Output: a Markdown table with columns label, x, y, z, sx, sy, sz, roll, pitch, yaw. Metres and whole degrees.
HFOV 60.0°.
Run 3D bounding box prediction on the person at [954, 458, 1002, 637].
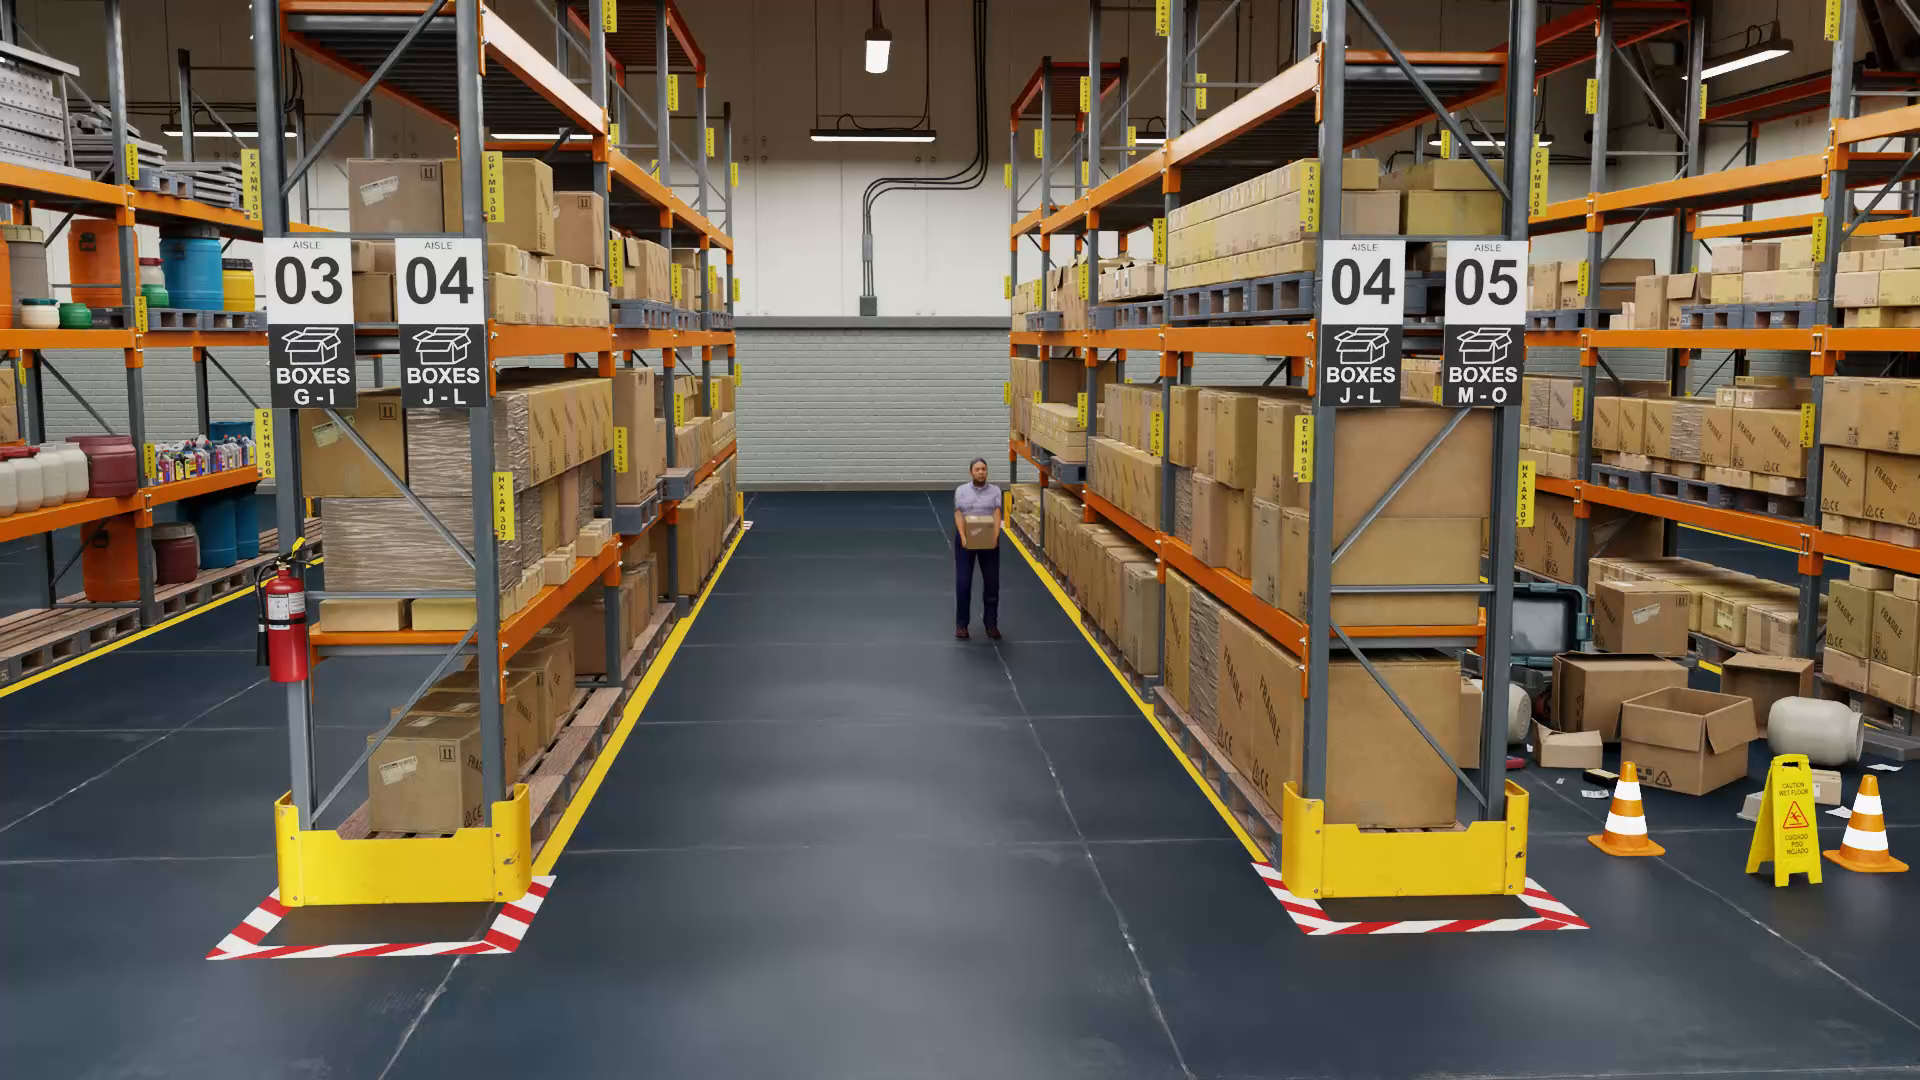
| label | x | y | z | sx | sy | sz | roll | pitch | yaw |
| --- | --- | --- | --- | --- | --- | --- | --- | --- | --- |
| person | 0.171 | 0.073 | 15.256 | 0.447 | 1.644 | 0.523 | 0 | 7 | -4 |
